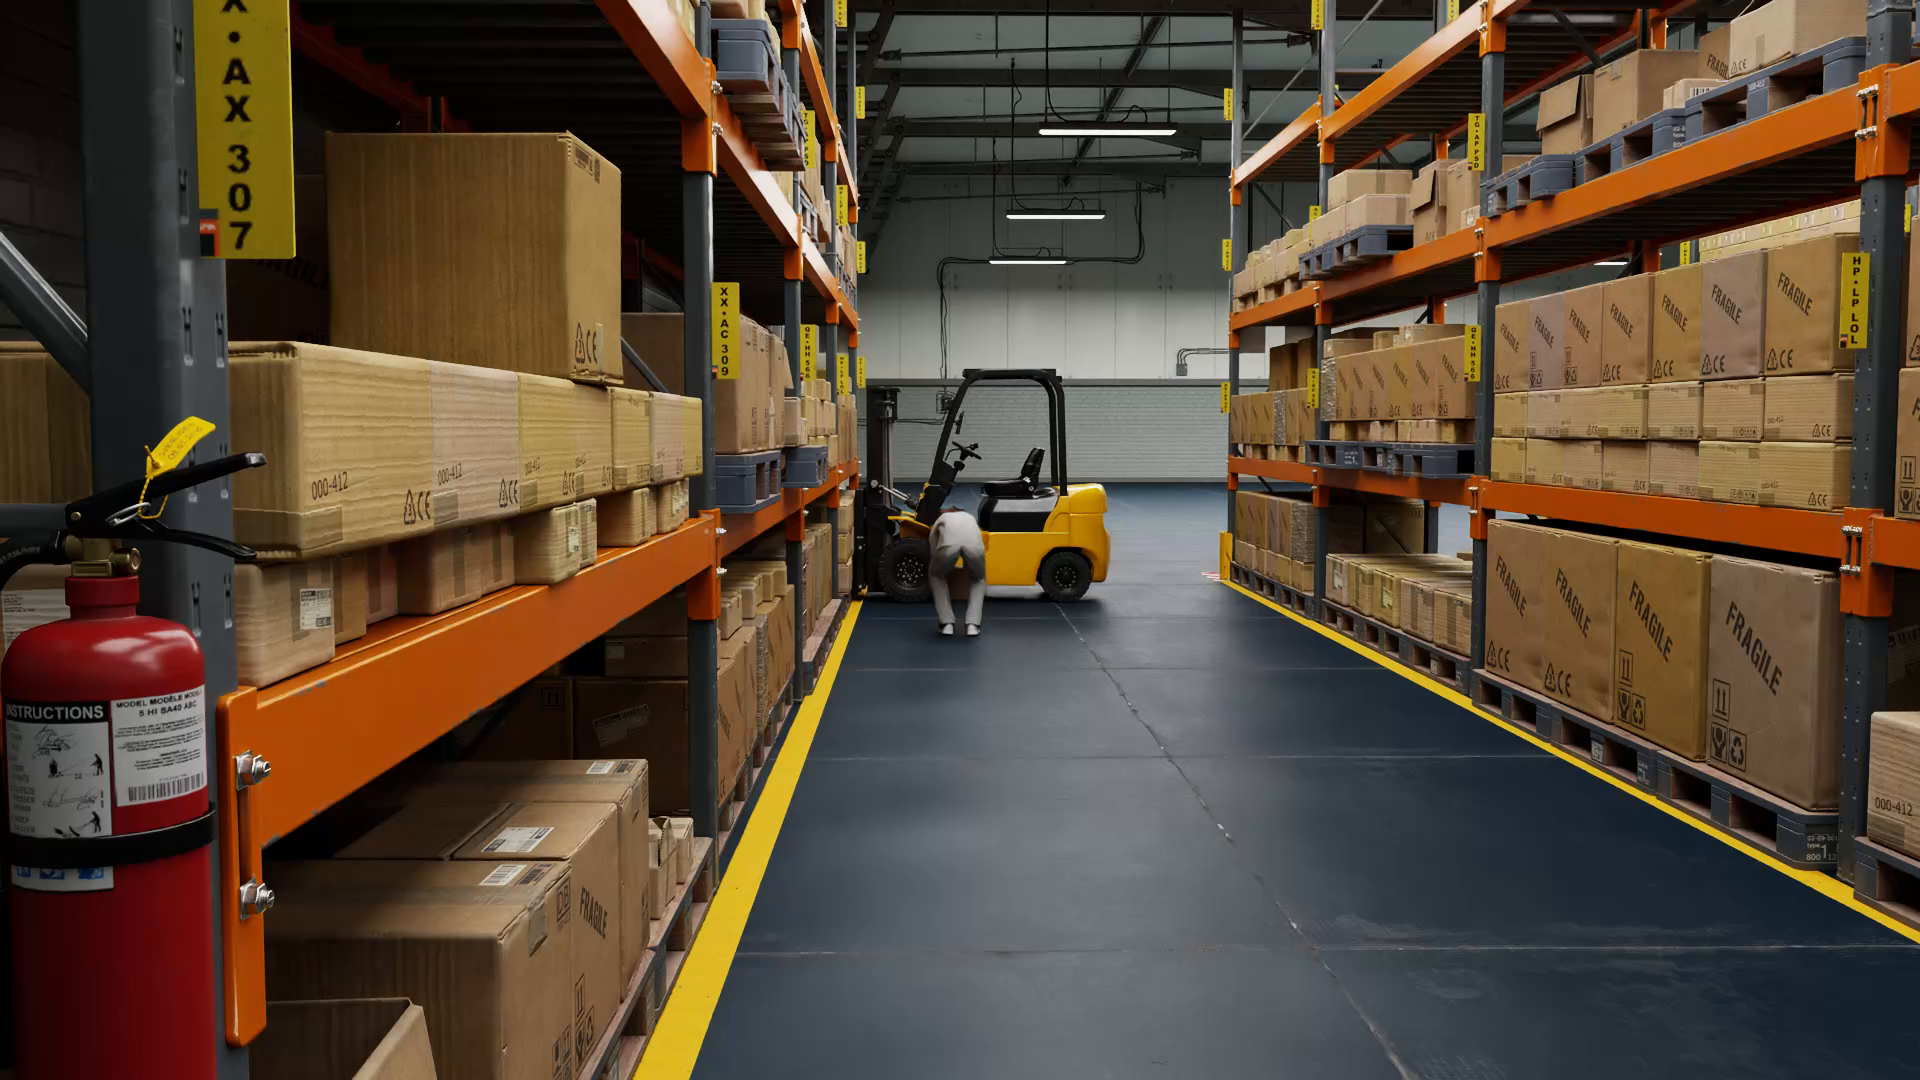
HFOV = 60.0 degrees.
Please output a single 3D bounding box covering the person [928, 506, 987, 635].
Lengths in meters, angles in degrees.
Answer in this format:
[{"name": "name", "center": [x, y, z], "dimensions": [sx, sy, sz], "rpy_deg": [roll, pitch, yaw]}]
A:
[{"name": "person", "center": [-0.020, 0.246, 13.117], "dimensions": [0.460, 0.964, 0.867], "rpy_deg": [0, 4, -4]}]
